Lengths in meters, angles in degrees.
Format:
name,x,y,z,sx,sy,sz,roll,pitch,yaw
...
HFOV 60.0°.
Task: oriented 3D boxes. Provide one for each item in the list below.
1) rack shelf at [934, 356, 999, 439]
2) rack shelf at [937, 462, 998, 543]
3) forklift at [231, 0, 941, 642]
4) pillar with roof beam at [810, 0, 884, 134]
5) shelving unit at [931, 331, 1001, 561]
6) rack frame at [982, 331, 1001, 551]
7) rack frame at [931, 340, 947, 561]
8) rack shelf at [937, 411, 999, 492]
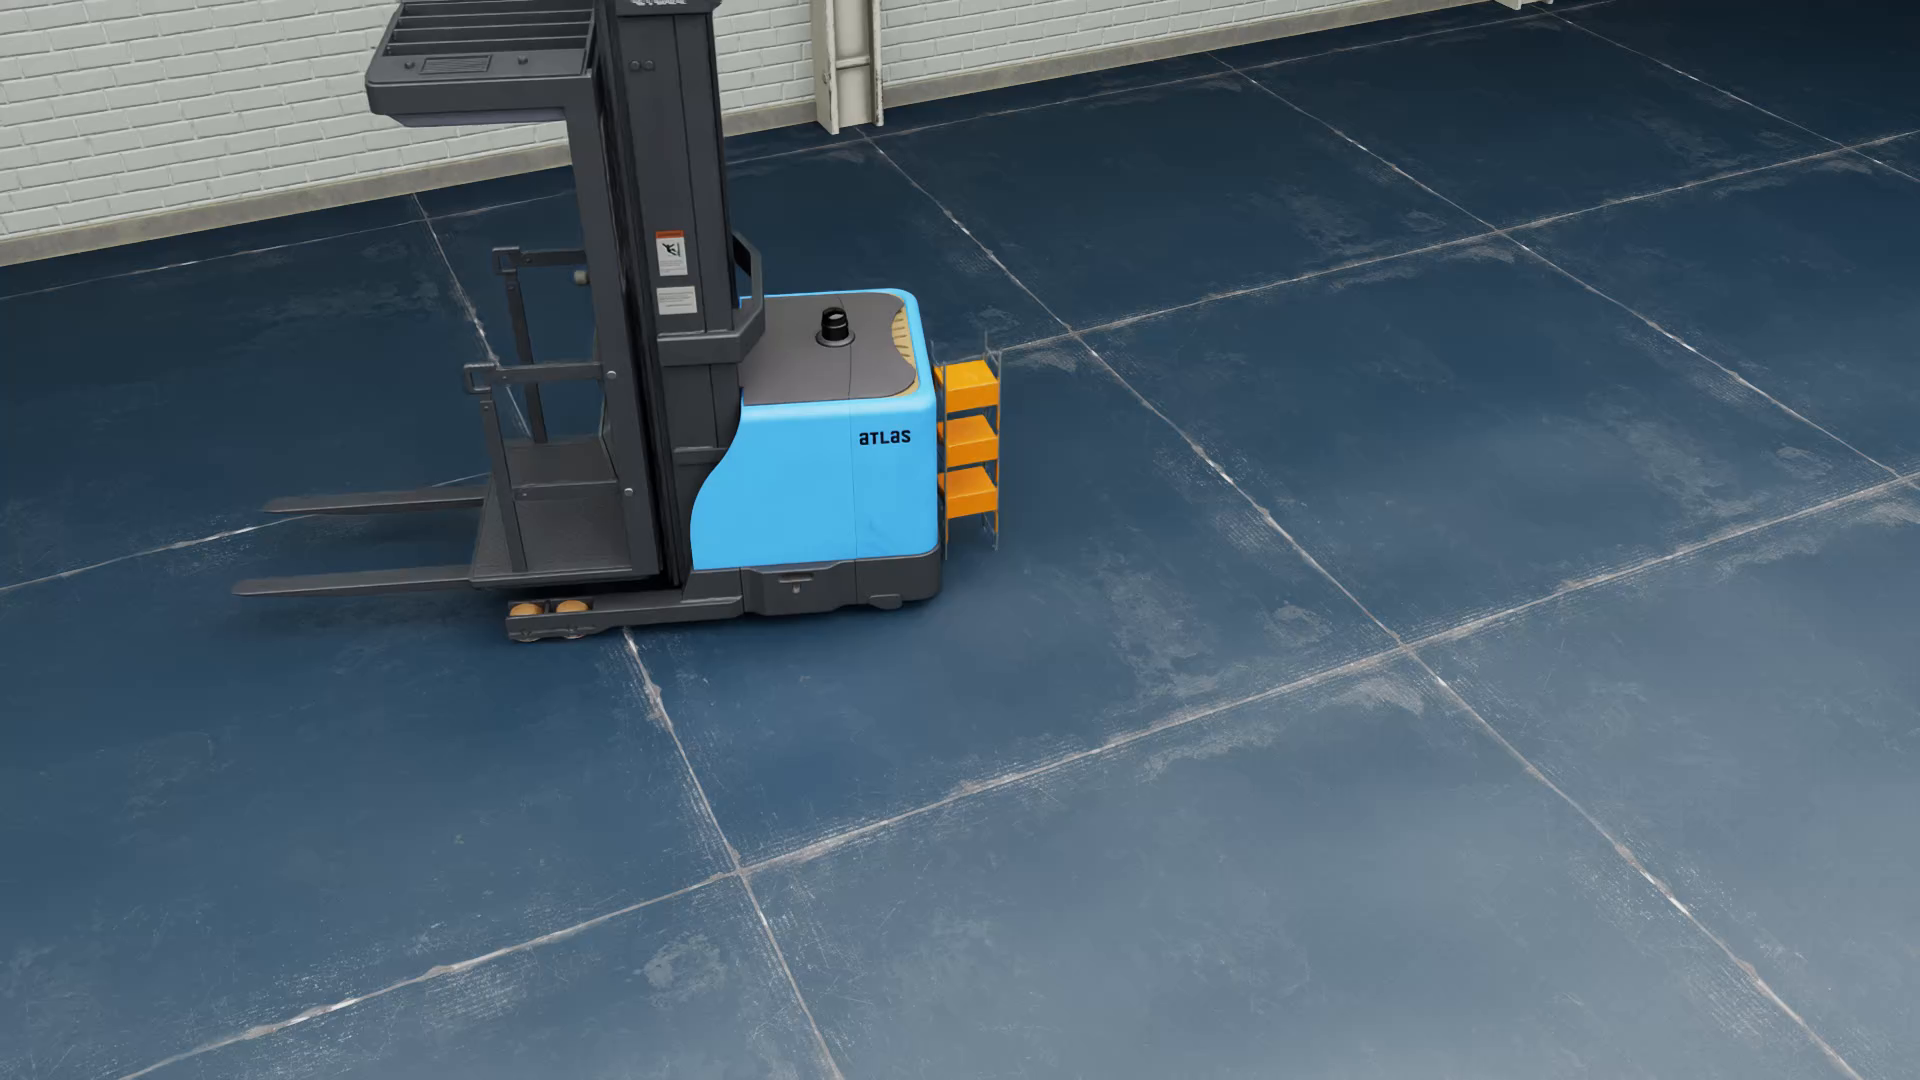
name,x,y,z,sx,sy,sz,roll,pitch,yaw
rack shelf,0.024,-0.623,7.250,0.240,0.259,0.215,-11,38,-14
rack shelf,0.024,-0.172,7.585,0.240,0.259,0.215,-11,38,-14
forklift,-1.638,-1.072,6.735,3.031,2.935,1.130,-4,37,-5
pillar with roof beam,1.053,-4.241,5.914,0.400,9.000,9.100,-16,39,-20
shelving unit,0.024,-0.404,7.413,0.252,1.050,0.215,-11,38,-14
rack frame,0.140,-0.426,7.443,0.008,1.050,0.200,-11,38,-14
rack frame,-0.092,-0.382,7.383,0.008,1.050,0.200,-11,38,-14
rack shelf,0.024,-0.395,7.419,0.240,0.259,0.215,-11,38,-14
